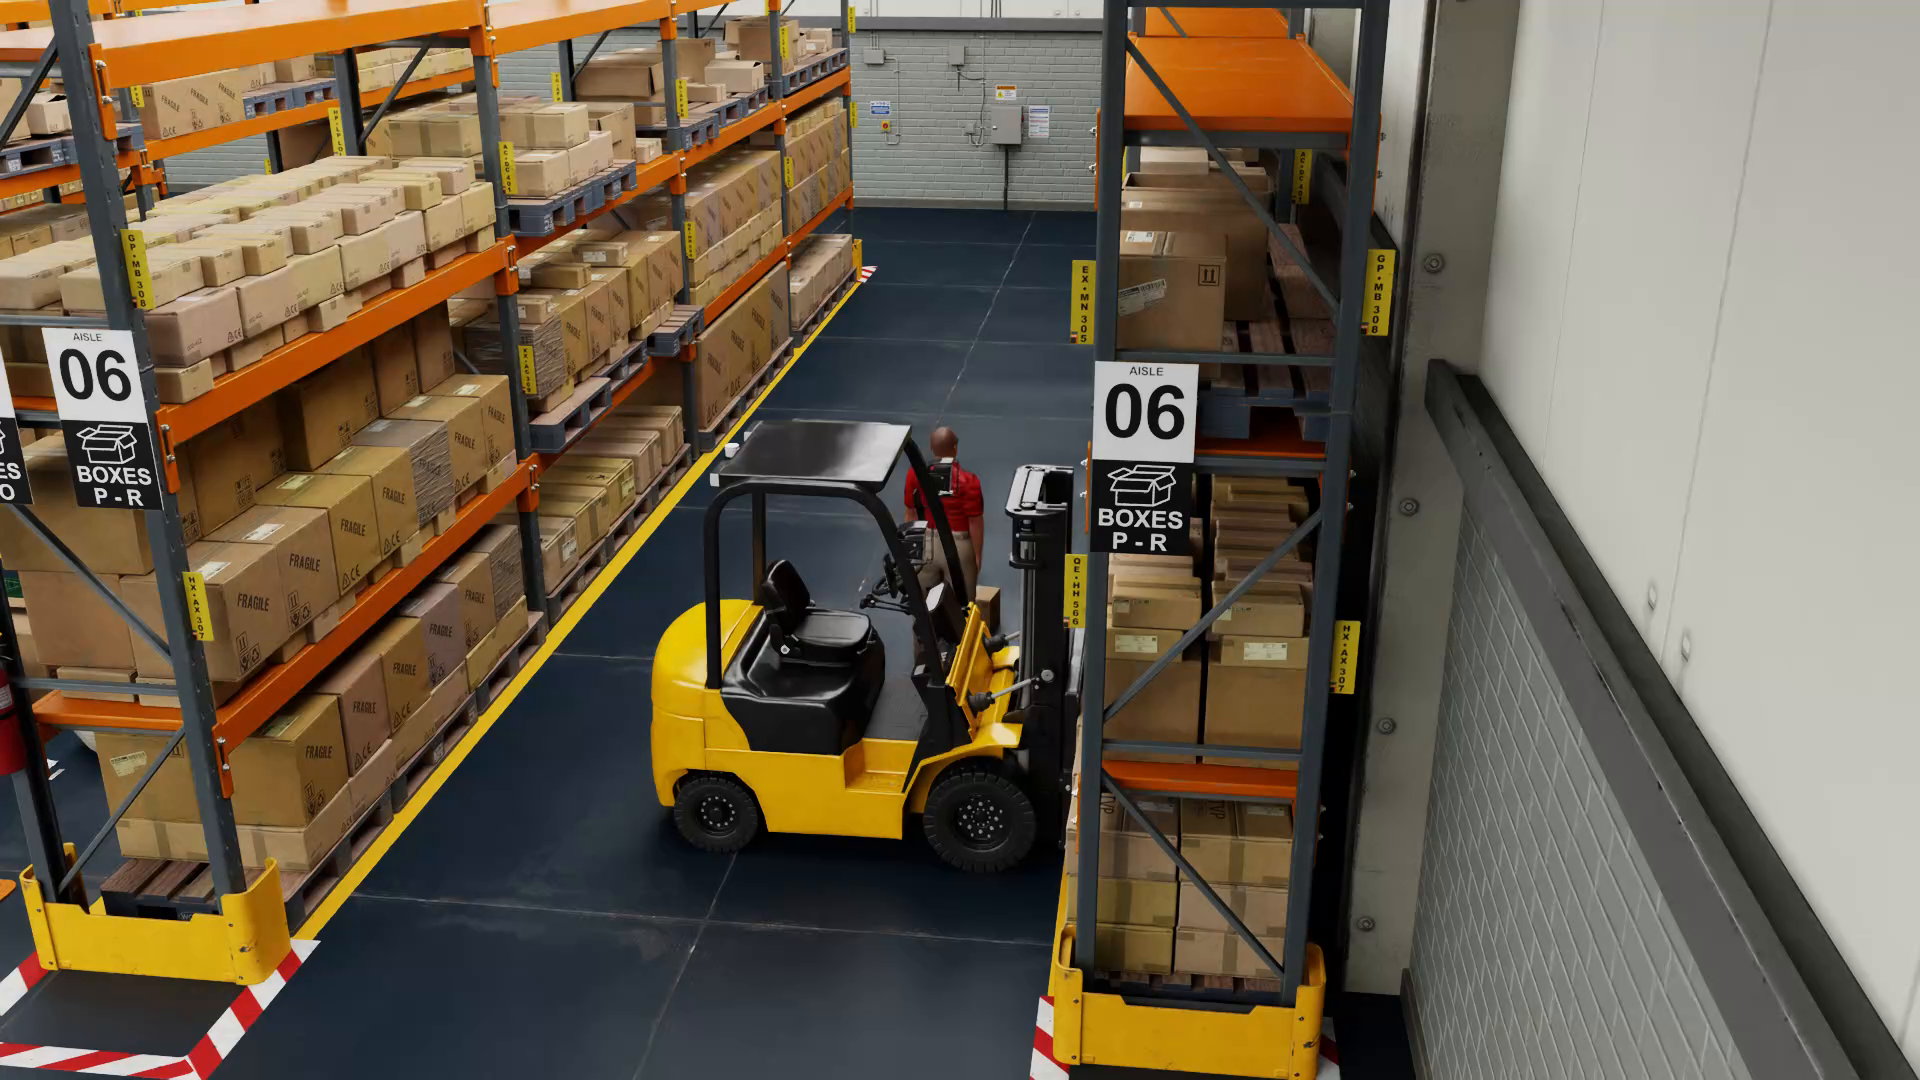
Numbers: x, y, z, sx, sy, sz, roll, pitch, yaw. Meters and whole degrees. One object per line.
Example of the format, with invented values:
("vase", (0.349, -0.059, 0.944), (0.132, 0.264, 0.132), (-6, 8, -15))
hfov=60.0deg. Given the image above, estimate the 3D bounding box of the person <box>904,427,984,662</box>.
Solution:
("person", (-0.090, 0.082, 10.865), (0.537, 1.728, 0.362), (6, 22, 16))
